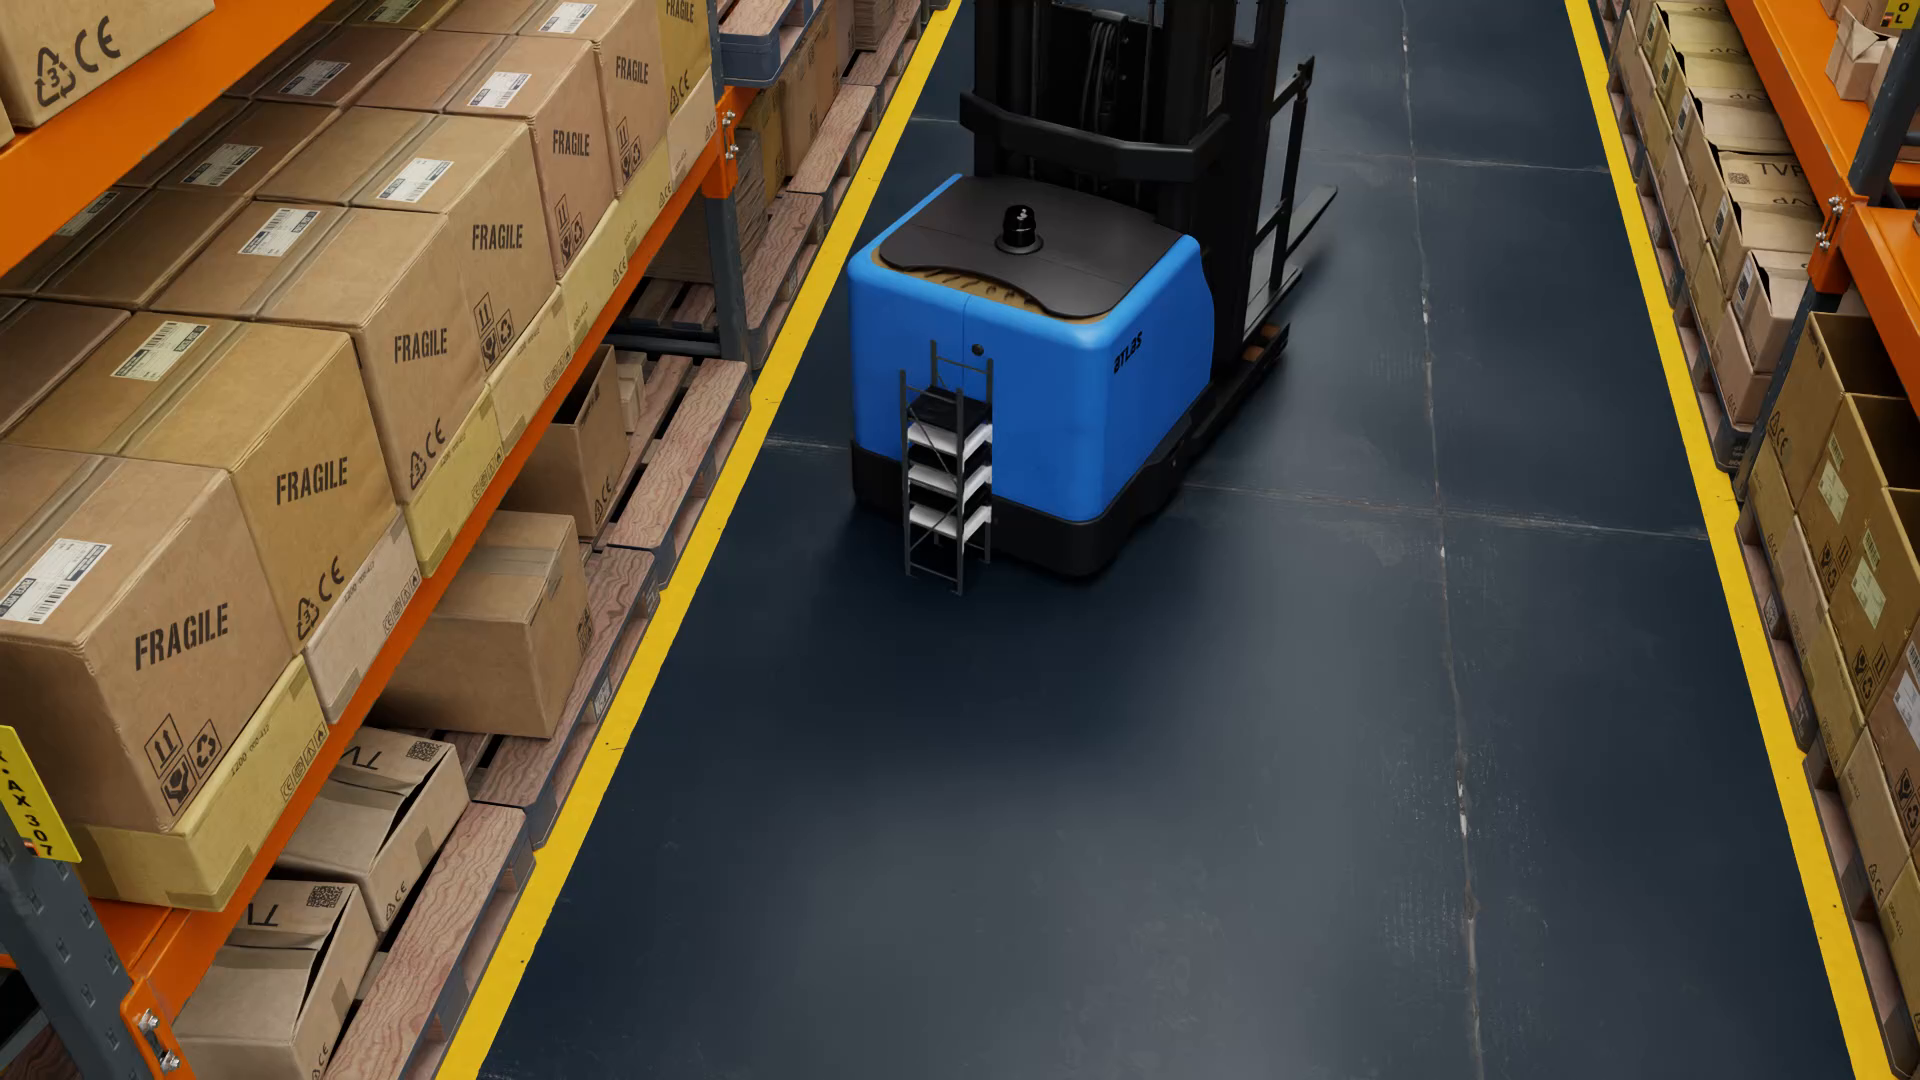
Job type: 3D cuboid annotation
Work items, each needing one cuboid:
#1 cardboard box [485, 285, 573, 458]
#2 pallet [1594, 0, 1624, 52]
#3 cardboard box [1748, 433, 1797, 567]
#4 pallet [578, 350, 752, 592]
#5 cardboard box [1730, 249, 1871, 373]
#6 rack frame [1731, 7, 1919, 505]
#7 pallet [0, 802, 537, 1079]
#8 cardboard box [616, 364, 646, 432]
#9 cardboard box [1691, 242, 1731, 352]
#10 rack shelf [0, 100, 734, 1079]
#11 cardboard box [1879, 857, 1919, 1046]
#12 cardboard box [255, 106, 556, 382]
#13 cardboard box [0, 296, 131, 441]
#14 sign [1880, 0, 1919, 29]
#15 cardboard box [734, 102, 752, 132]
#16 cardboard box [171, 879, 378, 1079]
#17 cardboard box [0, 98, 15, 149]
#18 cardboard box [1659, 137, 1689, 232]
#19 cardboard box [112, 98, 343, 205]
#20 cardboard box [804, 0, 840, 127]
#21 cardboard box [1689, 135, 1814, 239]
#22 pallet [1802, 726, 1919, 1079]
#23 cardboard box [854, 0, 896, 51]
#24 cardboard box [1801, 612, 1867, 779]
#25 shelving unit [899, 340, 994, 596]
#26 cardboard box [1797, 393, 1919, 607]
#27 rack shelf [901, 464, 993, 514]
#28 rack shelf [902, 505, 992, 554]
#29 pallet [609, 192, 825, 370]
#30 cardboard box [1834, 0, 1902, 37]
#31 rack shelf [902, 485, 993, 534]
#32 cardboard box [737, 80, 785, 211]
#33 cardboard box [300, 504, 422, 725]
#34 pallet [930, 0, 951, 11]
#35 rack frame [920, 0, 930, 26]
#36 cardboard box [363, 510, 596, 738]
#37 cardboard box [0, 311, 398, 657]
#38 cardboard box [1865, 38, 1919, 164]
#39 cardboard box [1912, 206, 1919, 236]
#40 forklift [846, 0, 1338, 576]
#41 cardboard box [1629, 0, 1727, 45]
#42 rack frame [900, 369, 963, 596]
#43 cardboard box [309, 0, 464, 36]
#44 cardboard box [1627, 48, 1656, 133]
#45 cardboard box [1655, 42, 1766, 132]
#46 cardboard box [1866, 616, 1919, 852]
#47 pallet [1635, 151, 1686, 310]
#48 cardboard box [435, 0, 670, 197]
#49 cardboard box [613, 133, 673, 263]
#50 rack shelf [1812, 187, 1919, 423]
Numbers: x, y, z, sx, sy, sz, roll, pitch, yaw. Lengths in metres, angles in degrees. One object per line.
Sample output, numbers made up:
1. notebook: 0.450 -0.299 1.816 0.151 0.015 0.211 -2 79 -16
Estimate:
1. cardboard box: -1.412 -0.497 4.599 0.500 0.250 0.500 7 40 8
2. pallet: 4.362 -3.178 9.929 1.003 0.211 1.213 6 40 8
3. cardboard box: 3.124 -0.123 5.873 0.500 0.250 0.500 6 40 8
4. pallet: -1.458 -0.322 6.474 1.003 0.211 1.213 6 40 8
5. cardboard box: 3.291 -0.882 6.351 0.500 0.311 0.500 6 40 8
6. rack frame: 3.503 -1.278 5.442 1.000 3.000 0.127 6 40 8
7. pallet: -1.880 1.209 4.622 1.003 0.211 1.213 6 40 8
8. cardboard box: -1.440 -0.561 6.452 0.380 0.166 0.250 2 40 2
9. cardboard box: 3.378 -0.990 6.922 0.500 0.250 0.500 6 40 7
10. rack shelf: -1.723 -0.290 4.811 1.077 0.370 4.000 6 40 8
11. cardboard box: 2.772 1.132 4.356 0.500 0.250 0.500 6 40 8
12. cardboard box: -1.422 -0.775 4.347 0.500 0.500 0.500 8 40 9
13. cardboard box: -2.100 -0.185 3.633 0.500 0.500 0.500 7 40 8
14. sign: 2.967 -1.748 5.163 0.100 0.325 0.005 6 40 8
15. cardboard box: -1.193 -2.058 7.413 0.500 0.250 0.500 6 40 7
16. cardboard box: -1.860 1.131 4.293 0.500 0.311 0.500 2 40 3
17. cardboard box: -1.765 -0.696 2.290 0.500 0.500 0.500 7 40 9
18. cardboard box: 3.556 -1.630 7.696 0.500 0.250 0.500 7 40 9
19. cardboard box: -1.927 -0.826 4.408 0.500 0.500 0.500 7 40 8
20. cardboard box: -1.019 -2.456 8.483 0.700 0.500 0.500 6 40 7
21. cardboard box: 3.463 -1.523 7.126 0.500 0.311 0.500 6 40 8
22. pallet: 3.115 1.059 4.804 1.003 0.211 1.213 6 40 8
23. cardboard box: -0.758 -3.081 9.239 0.700 0.500 0.500 7 40 8
24. cardboard box: 2.941 0.504 5.115 0.500 0.250 0.500 6 40 8
25. shelving unit: -0.045 -0.239 5.833 0.258 0.900 0.210 20 44 23
26. cardboard box: 3.036 -0.098 5.255 0.500 0.500 0.500 6 40 8
27. rack shelf: -0.045 -0.214 5.854 0.258 0.077 0.200 20 44 23
28. rack shelf: -0.045 -0.075 5.969 0.258 0.077 0.200 20 44 23
29. pallet: -1.243 -1.236 7.580 1.003 0.211 1.213 6 40 8
30. cardboard box: 3.743 -2.128 6.391 0.500 0.500 0.500 9 40 11
31. rack shelf: -0.045 -0.144 5.912 0.258 0.077 0.200 20 44 23
32. cardboard box: -1.226 -1.822 7.716 0.700 0.500 0.500 6 40 7
33. cardboard box: -1.596 0.140 3.829 0.500 0.250 0.500 5 40 6
34. pallet: -0.474 -3.744 10.613 1.003 0.211 1.213 6 40 8
35. rack frame: -0.684 -4.333 9.136 1.000 3.000 0.127 6 40 8
36. cardboard box: -1.586 0.245 5.216 0.700 0.500 0.500 4 40 5
37. cardboard box: -1.595 -0.126 3.562 0.500 0.500 0.500 7 40 8
38. cardboard box: 3.545 -1.534 5.869 0.500 0.250 0.500 9 40 10
39. cardboard box: 3.432 -1.038 5.073 0.700 0.500 0.500 5 40 7
40. forklift: 0.760 -1.922 6.275 1.130 2.935 3.031 20 44 23
41. cardboard box: 3.815 -2.811 8.684 0.500 0.311 0.500 8 40 9
42. rack frame: -0.095 -0.183 5.765 0.240 0.900 0.006 20 44 23
43. cardboard box: -1.757 -1.465 5.181 0.500 0.500 0.500 6 40 7
44. cardboard box: 3.729 -2.279 8.481 0.500 0.250 0.500 5 40 6
45. cardboard box: 3.642 -2.160 7.897 0.500 0.311 0.500 5 40 6
46. cardboard box: 2.857 0.529 4.496 0.500 0.500 0.500 6 40 8
47. pallet: 3.801 -1.438 7.824 1.003 0.211 1.213 6 40 8
48. cardboard box: -1.235 -1.416 5.123 0.500 0.500 0.500 6 40 7
49. cardboard box: -1.254 -1.130 5.364 0.500 0.250 0.500 7 40 8
50. rack shelf: 3.157 0.254 4.153 1.077 0.370 4.000 6 40 8
